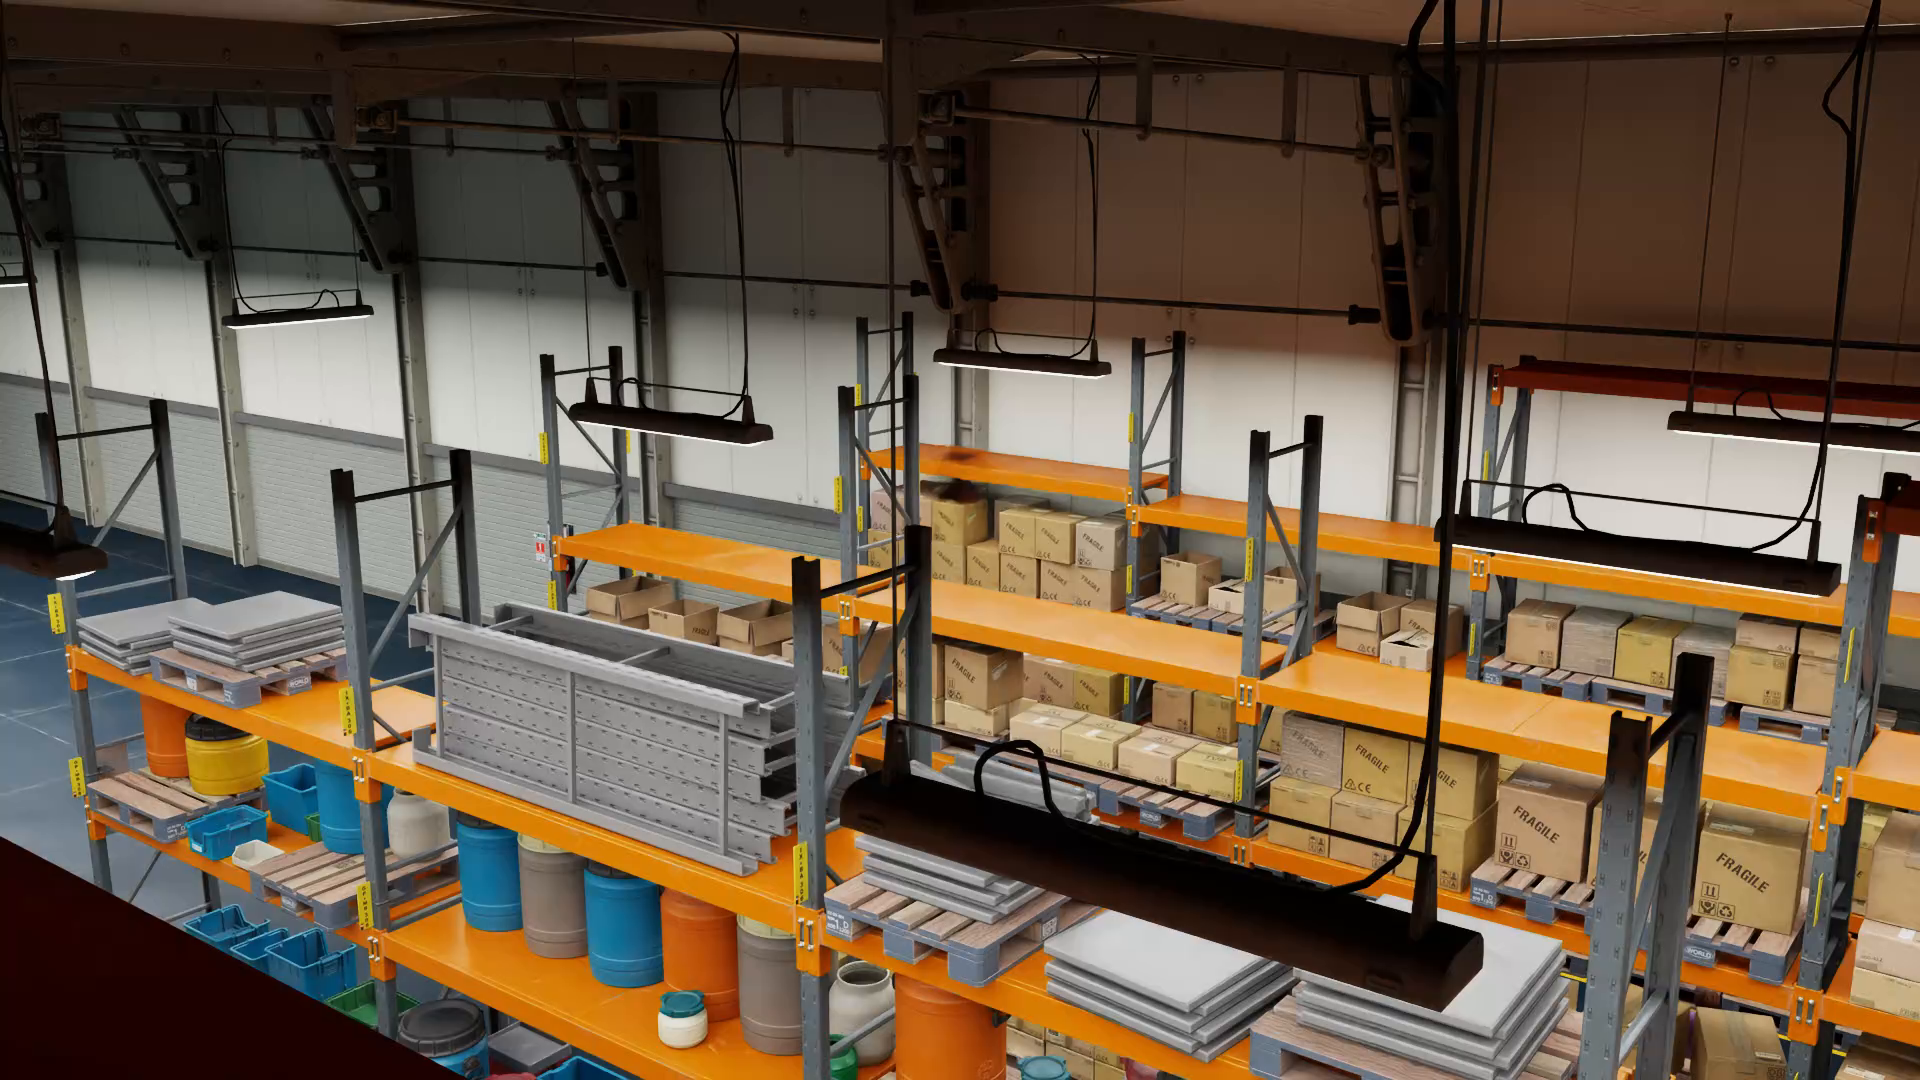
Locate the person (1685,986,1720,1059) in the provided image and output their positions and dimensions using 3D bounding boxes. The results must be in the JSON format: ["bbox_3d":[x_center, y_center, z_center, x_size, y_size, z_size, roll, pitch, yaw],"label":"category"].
[{"bbox_3d":[5.871,4.277,13.276,0.440,1.609,0.412,6,14,24],"label":"person"}]
